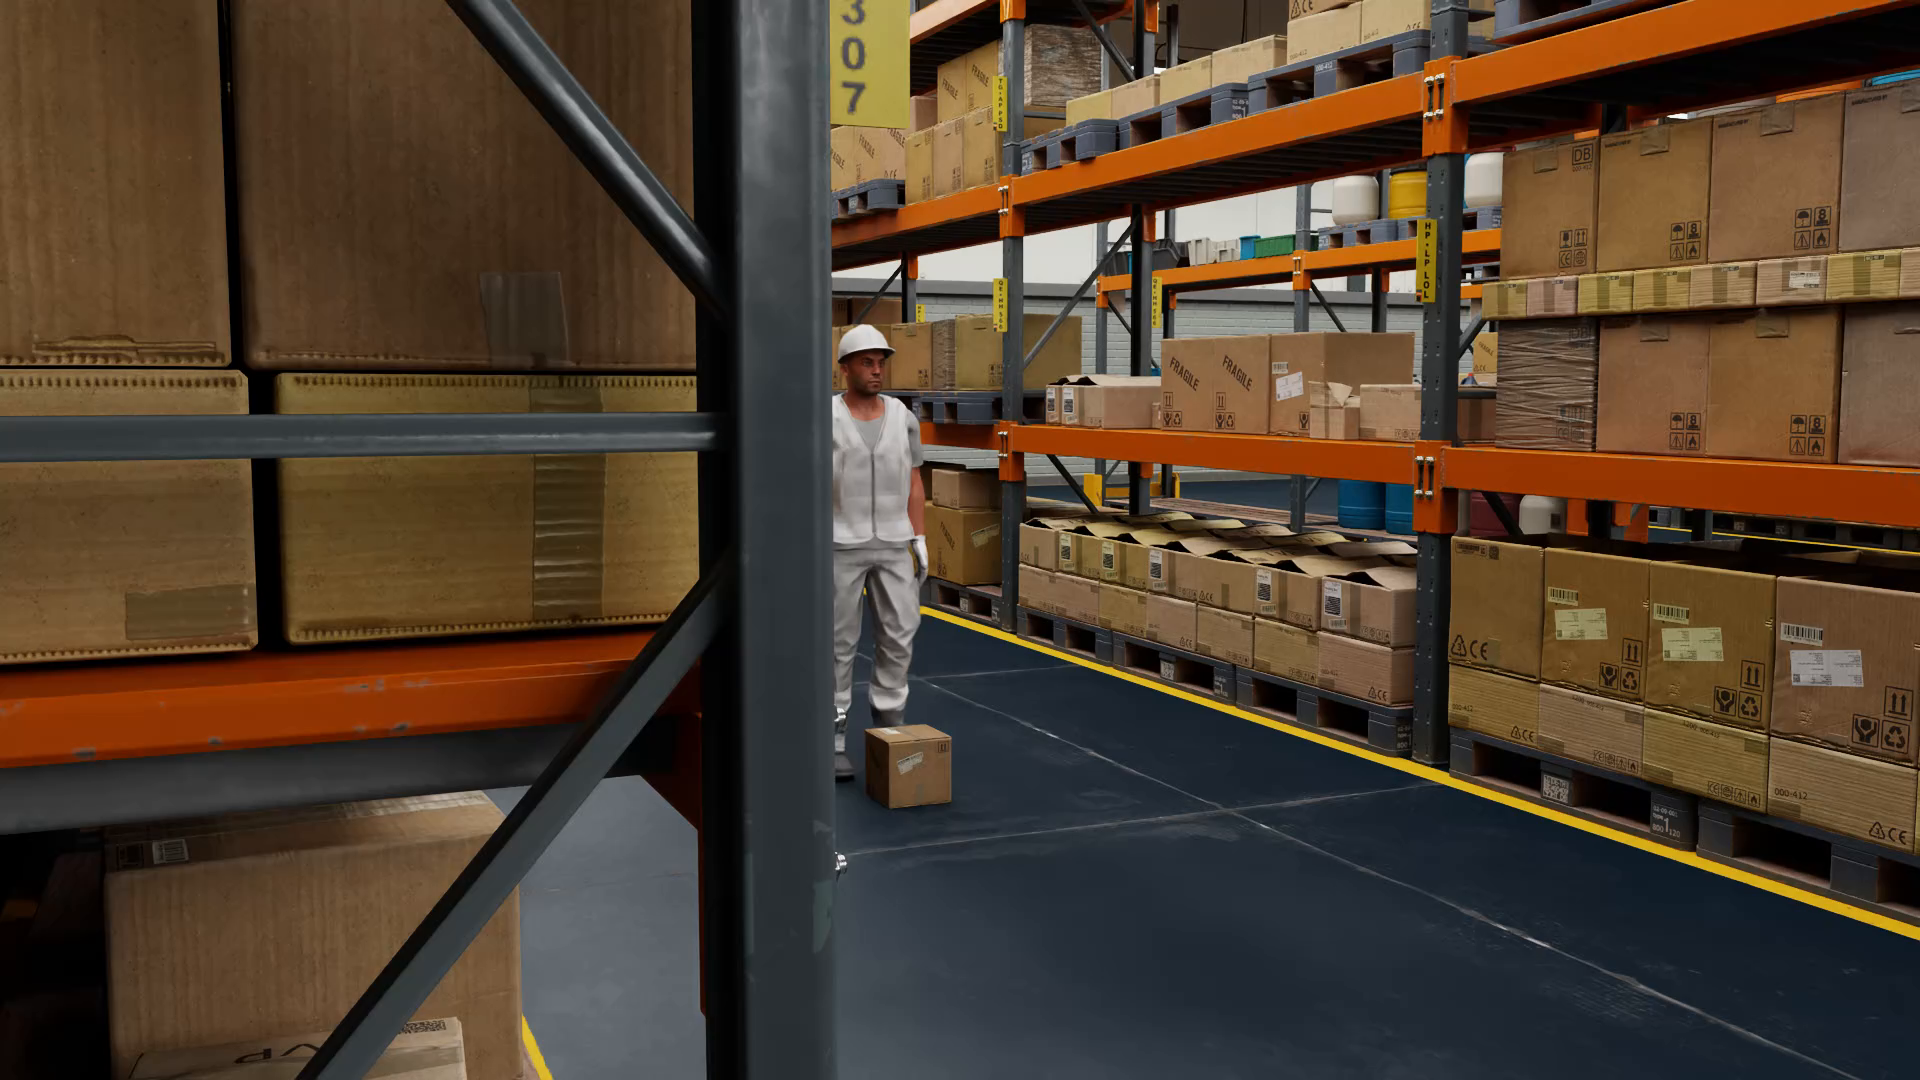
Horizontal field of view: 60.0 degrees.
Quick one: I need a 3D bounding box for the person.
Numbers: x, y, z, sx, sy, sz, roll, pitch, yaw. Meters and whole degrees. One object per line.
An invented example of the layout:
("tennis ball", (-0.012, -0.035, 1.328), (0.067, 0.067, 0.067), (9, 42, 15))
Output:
("person", (-0.372, 0.045, 6.606), (0.524, 1.788, 0.358), (-2, 6, -22))
